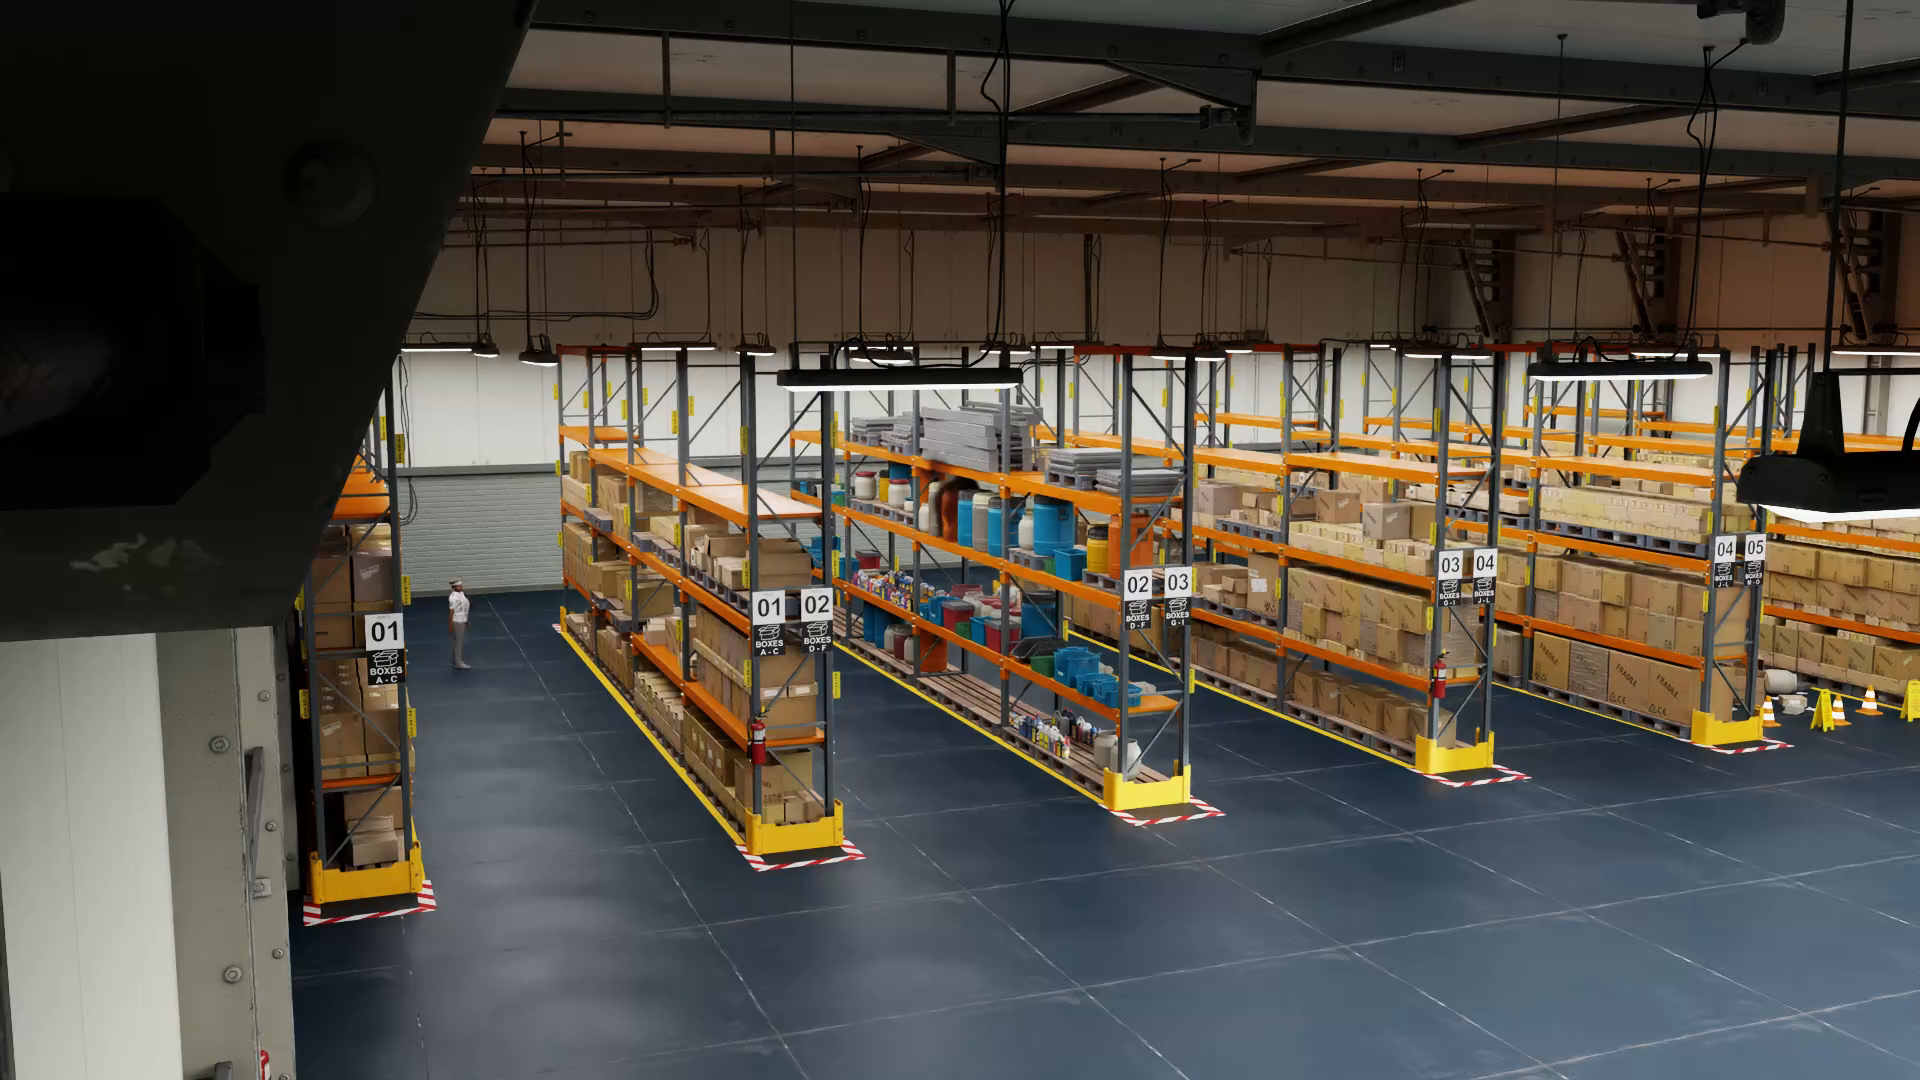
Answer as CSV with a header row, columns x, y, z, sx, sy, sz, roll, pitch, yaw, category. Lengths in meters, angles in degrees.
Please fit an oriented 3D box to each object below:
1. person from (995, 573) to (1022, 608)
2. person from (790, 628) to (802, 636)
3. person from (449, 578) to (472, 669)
x,y,z,sx,sy,sz,roll,pitch,yaw,category
0.944,1.456,32.143,0.490,1.652,0.973,-3,8,-20,person
-2.936,1.519,29.549,0.718,1.736,0.996,-3,8,-23,person
-9.355,1.543,31.129,0.415,1.695,0.453,-1,7,-9,person
